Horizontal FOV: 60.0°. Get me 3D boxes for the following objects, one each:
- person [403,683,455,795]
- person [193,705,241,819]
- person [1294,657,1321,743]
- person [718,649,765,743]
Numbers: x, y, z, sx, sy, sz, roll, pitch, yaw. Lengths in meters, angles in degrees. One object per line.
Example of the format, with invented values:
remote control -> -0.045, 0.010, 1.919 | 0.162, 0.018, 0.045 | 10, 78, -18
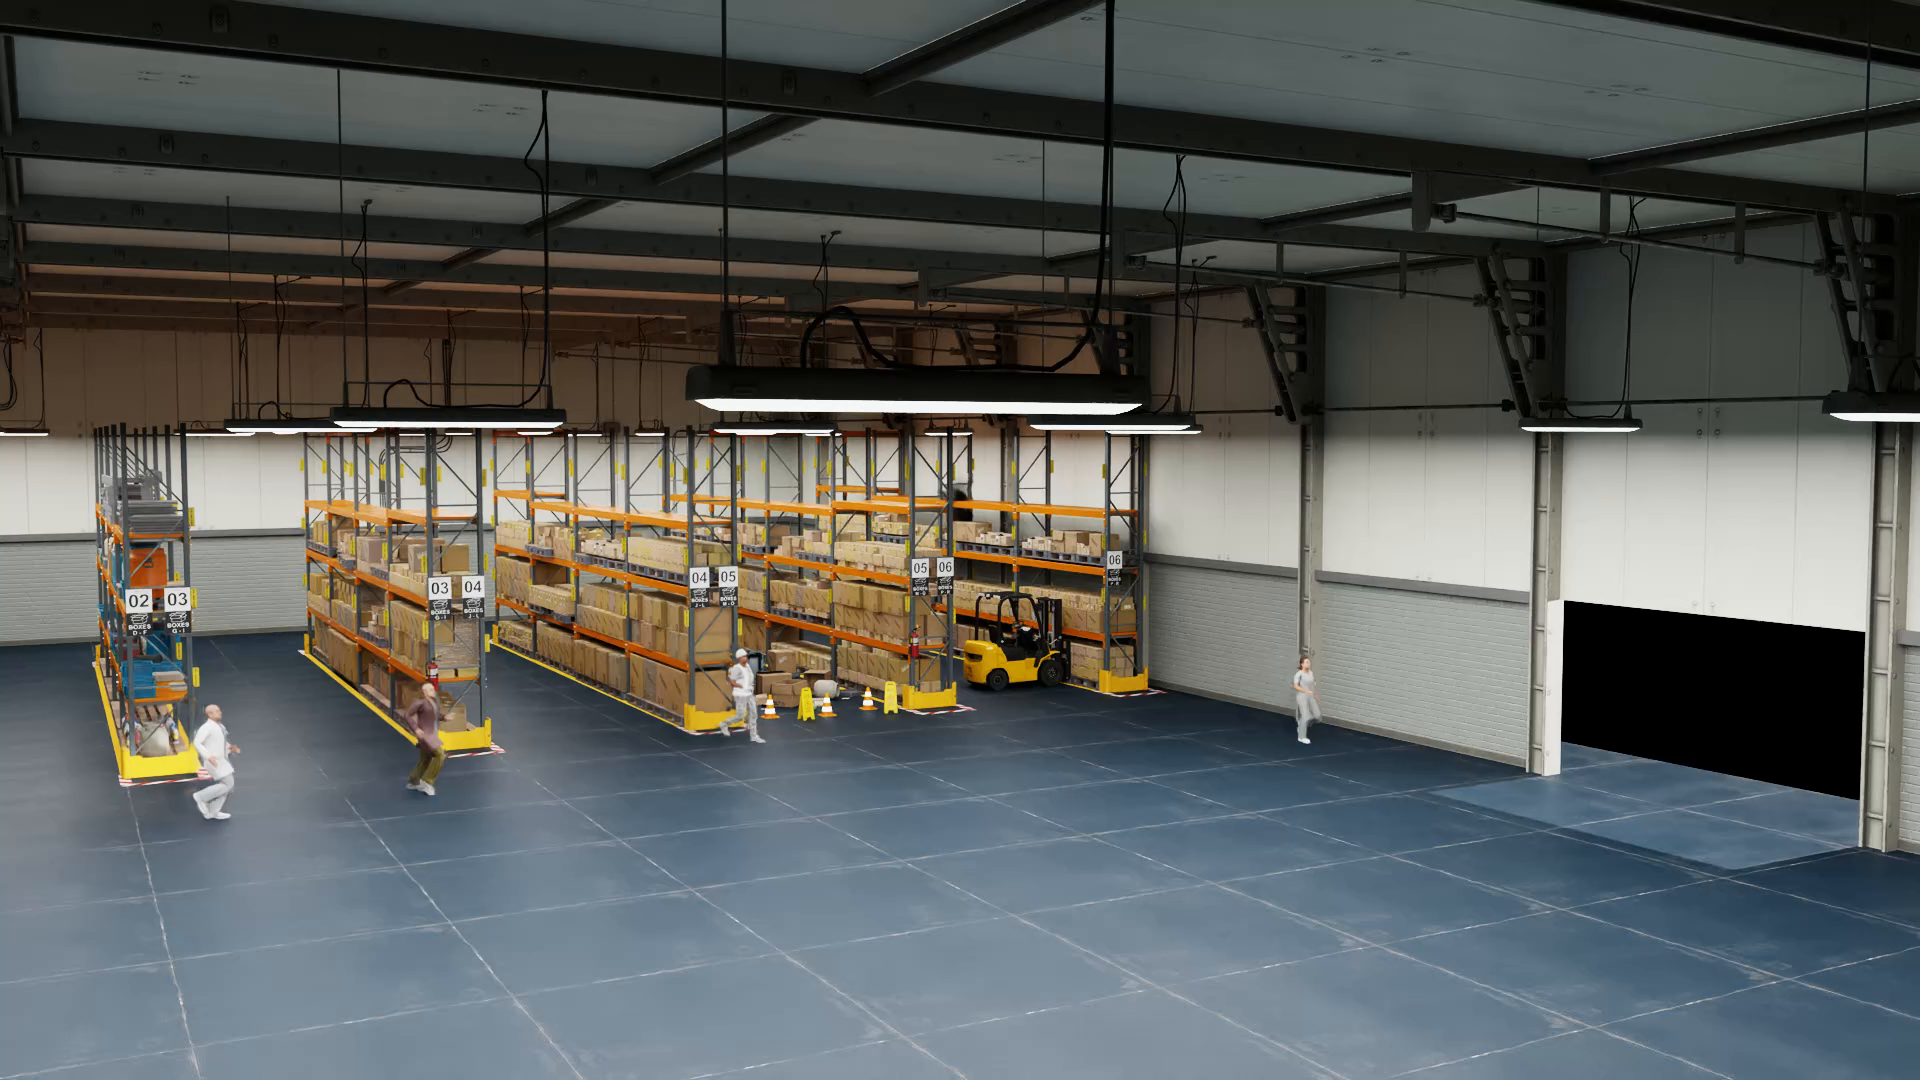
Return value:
person -> -8.583, 3.223, 26.916 | 0.787, 1.821, 0.670 | 0, 3, 4
person -> -11.188, 3.340, 25.041 | 0.633, 1.733, 0.707 | 0, 3, -7
person -> 6.549, 3.010, 31.377 | 0.560, 1.631, 0.559 | -2, 4, -32
person -> -4.109, 2.934, 31.330 | 0.940, 1.770, 0.696 | 1, 4, 21
